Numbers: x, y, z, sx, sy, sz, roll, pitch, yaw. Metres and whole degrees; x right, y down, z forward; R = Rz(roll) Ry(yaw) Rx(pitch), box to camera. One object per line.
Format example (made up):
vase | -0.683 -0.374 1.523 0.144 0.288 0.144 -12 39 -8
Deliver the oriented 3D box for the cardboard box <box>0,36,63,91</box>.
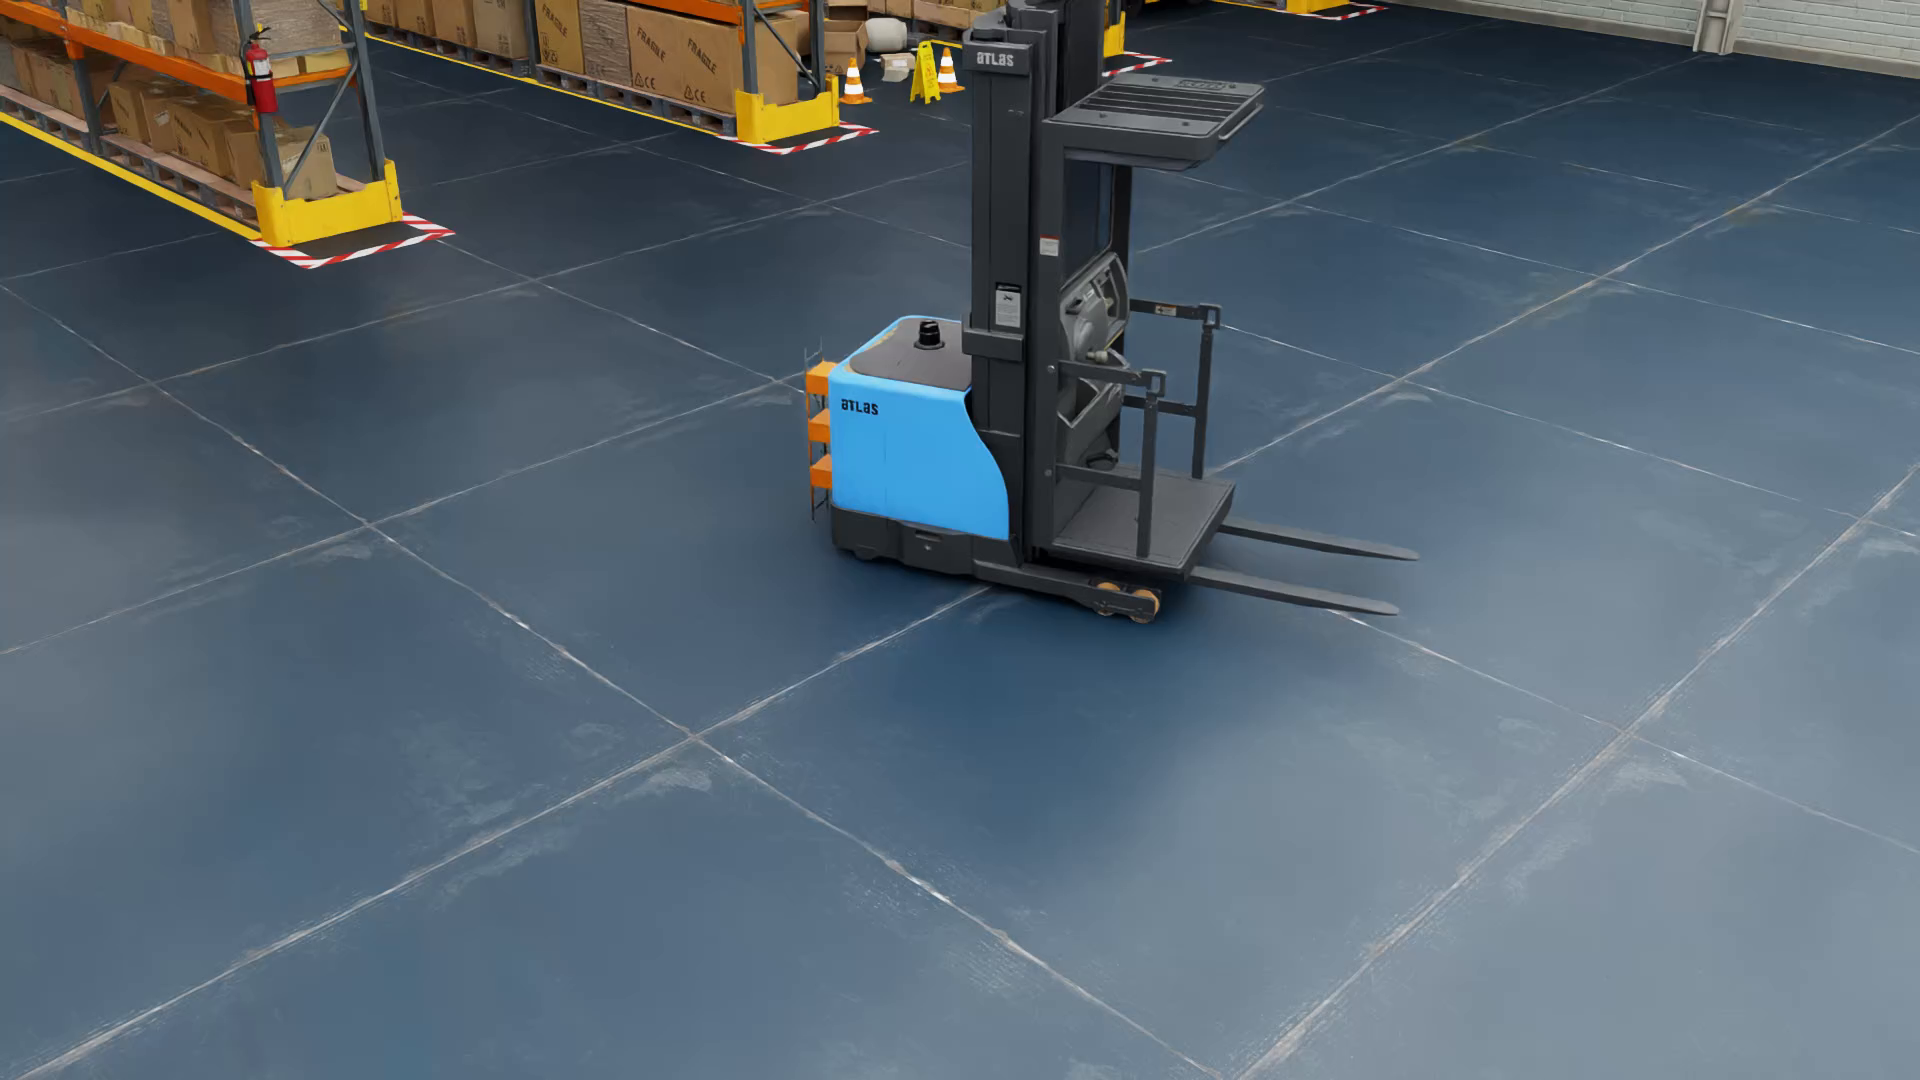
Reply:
cardboard box | -10.156 -5.295 18.311 0.500 0.500 0.700 21 34 34

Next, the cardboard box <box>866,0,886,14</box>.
cardboard box | -1.020 -7.266 22.349 0.500 0.250 0.500 23 35 36

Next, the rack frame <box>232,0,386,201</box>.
rack frame | -5.347 -3.985 13.606 0.127 3.000 1.000 25 36 38

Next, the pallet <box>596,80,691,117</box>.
pallet | -3.289 -4.997 18.527 1.213 0.211 1.003 25 36 38

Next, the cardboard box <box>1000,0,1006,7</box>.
cardboard box | 0.846 -6.750 20.561 0.500 0.500 0.500 25 37 39

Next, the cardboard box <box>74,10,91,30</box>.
cardboard box | -8.088 -4.923 15.660 0.250 0.149 0.380 25 36 38

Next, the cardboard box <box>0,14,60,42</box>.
cardboard box | -10.168 -5.638 18.156 0.500 0.250 0.500 -21 34 -34

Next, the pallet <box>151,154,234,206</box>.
pallet | -6.822 -3.451 15.586 1.213 0.211 1.003 25 36 38

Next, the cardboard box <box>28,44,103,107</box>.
cardboard box | -9.348 -4.931 17.617 0.500 0.500 0.700 21 34 34

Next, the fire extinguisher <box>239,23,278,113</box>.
fire extinguisher | -5.589 -3.761 13.262 0.183 0.674 0.296 25 36 38

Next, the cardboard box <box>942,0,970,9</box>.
cardboard box | 0.117 -7.086 21.200 0.500 0.500 0.500 24 36 37

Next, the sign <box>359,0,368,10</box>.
sign | -4.967 -4.549 13.747 0.005 0.325 0.100 25 36 38

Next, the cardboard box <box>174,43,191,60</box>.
cardboard box | -6.598 -4.301 14.477 0.250 0.149 0.380 25 36 38

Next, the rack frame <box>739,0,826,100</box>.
rack frame | -1.798 -5.598 16.674 0.127 3.000 1.000 25 36 38

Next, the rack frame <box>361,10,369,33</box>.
rack frame | -7.502 -8.209 21.638 0.127 3.000 1.000 25 36 38

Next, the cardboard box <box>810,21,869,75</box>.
cardboard box | -1.427 -5.902 19.934 0.637 0.503 0.797 2 28 4

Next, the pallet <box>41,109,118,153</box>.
pallet | -8.756 -4.310 17.220 1.213 0.211 1.003 25 36 38

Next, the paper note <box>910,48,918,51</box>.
paper note | -0.557 -6.207 21.021 0.148 0.019 0.142 12 30 22

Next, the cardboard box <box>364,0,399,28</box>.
cardboard box | -7.131 -7.170 21.629 0.750 0.750 1.050 24 36 38

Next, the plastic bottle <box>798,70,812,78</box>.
plastic bottle | -1.801 -5.514 19.671 0.283 0.061 0.133 12 30 22

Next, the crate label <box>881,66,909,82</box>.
crate label | -0.750 -5.476 19.517 0.298 0.136 0.250 7 29 13

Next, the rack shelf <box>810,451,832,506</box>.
rack shelf | -0.687 -0.328 9.365 0.240 0.259 0.215 11 30 20

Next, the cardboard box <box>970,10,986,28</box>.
cardboard box | 0.472 -6.589 21.061 0.500 0.250 0.500 25 37 39

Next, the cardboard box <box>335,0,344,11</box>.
cardboard box | -8.155 -7.416 22.366 0.500 0.500 0.500 24 36 38

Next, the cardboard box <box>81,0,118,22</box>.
cardboard box | -7.590 -5.124 15.345 0.500 0.500 0.875 25 36 38

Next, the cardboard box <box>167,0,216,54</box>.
cardboard box | -6.161 -4.473 14.107 0.500 0.500 0.875 25 36 38

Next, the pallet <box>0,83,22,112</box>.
pallet | -10.496 -5.106 18.734 1.213 0.211 1.003 25 36 38

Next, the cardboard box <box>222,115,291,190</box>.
cardboard box | -6.231 -3.458 14.838 0.500 0.500 0.500 -15 31 -27

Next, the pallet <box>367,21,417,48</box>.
pallet | -6.993 -6.692 21.750 1.213 0.211 1.003 25 36 38

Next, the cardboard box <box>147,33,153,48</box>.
cardboard box | -6.968 -4.458 14.775 0.250 0.149 0.380 25 36 38

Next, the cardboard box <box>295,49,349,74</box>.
cardboard box | -5.383 -4.046 13.992 0.250 0.149 0.380 25 36 38

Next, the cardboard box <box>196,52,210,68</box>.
cardboard box | -6.255 -4.132 14.154 0.250 0.149 0.380 25 36 38

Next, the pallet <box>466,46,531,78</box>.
pallet | -5.253 -5.896 20.236 1.213 0.211 1.003 25 36 38

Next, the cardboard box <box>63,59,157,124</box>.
cardboard box | -8.622 -4.586 16.962 0.500 0.500 0.700 21 34 35

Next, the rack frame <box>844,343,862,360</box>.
rack frame | -0.574 -0.561 9.189 0.008 1.050 0.200 11 30 20

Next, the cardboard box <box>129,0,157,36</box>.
cardboard box | -6.835 -4.818 14.762 0.500 0.500 0.875 25 36 38

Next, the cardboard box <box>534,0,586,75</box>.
cardboard box | -4.251 -5.921 19.118 0.875 0.875 0.875 -25 36 -38

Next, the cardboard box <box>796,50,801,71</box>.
cardboard box | -2.133 -5.744 19.888 0.396 0.266 0.258 -18 33 -31

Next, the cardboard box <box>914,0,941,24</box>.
cardboard box | -0.252 -6.923 21.697 0.500 0.250 0.500 24 36 38

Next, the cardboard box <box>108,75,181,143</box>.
cardboard box | -7.942 -4.226 16.299 0.500 0.500 0.500 23 36 37

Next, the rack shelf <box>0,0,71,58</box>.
rack shelf | -9.626 -5.625 17.497 4.000 0.370 1.077 25 36 38

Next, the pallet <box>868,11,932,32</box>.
pallet | -0.748 -7.138 22.597 1.213 0.211 1.003 25 36 38

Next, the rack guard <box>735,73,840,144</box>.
rack guard | -1.781 -4.484 17.241 0.348 0.500 1.175 25 36 38

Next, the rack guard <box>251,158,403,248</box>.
rack guard | -5.402 -2.904 14.235 0.348 0.500 1.175 25 36 38

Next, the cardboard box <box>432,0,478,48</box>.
cardboard box | -5.841 -6.582 20.511 0.750 0.750 1.050 25 36 38

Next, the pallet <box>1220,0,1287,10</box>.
pallet | 4.503 -7.924 24.093 1.213 0.211 1.003 25 36 38

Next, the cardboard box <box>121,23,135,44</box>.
cardboard box | -7.349 -4.610 15.063 0.250 0.149 0.380 25 36 38

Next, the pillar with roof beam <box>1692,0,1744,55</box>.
pillar with roof beam | 6.473 -8.718 16.160 0.400 9.000 9.100 25 36 38

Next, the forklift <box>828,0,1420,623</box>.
forklift | 0.864 -1.157 8.300 3.031 2.935 1.130 11 30 20

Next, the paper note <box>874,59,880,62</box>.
paper note | -0.970 -5.930 20.507 0.148 0.019 0.142 -13 30 -22

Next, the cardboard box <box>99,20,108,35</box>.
cardboard box | -7.705 -4.773 15.373 0.250 0.149 0.380 25 36 38

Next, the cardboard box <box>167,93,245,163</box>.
cardboard box | -7.031 -3.865 15.613 0.500 0.500 0.500 21 34 34

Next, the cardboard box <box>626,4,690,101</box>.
cardboard box | -2.957 -5.330 17.994 0.875 0.875 0.875 24 36 38

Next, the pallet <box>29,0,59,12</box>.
pallet | -8.643 -5.503 16.699 1.213 0.211 1.003 25 36 38

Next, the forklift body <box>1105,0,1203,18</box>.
forklift body | 2.447 -8.560 23.219 1.214 2.155 2.313 25 36 38

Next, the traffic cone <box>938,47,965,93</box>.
traffic cone | -0.146 -5.384 18.992 0.334 0.463 0.336 25 36 38

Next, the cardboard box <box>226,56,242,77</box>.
cardboard box | -5.873 -3.980 13.867 0.250 0.149 0.380 25 36 38

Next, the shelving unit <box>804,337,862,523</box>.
shelving unit | -0.687 -0.583 9.231 0.252 1.050 0.215 11 30 20
